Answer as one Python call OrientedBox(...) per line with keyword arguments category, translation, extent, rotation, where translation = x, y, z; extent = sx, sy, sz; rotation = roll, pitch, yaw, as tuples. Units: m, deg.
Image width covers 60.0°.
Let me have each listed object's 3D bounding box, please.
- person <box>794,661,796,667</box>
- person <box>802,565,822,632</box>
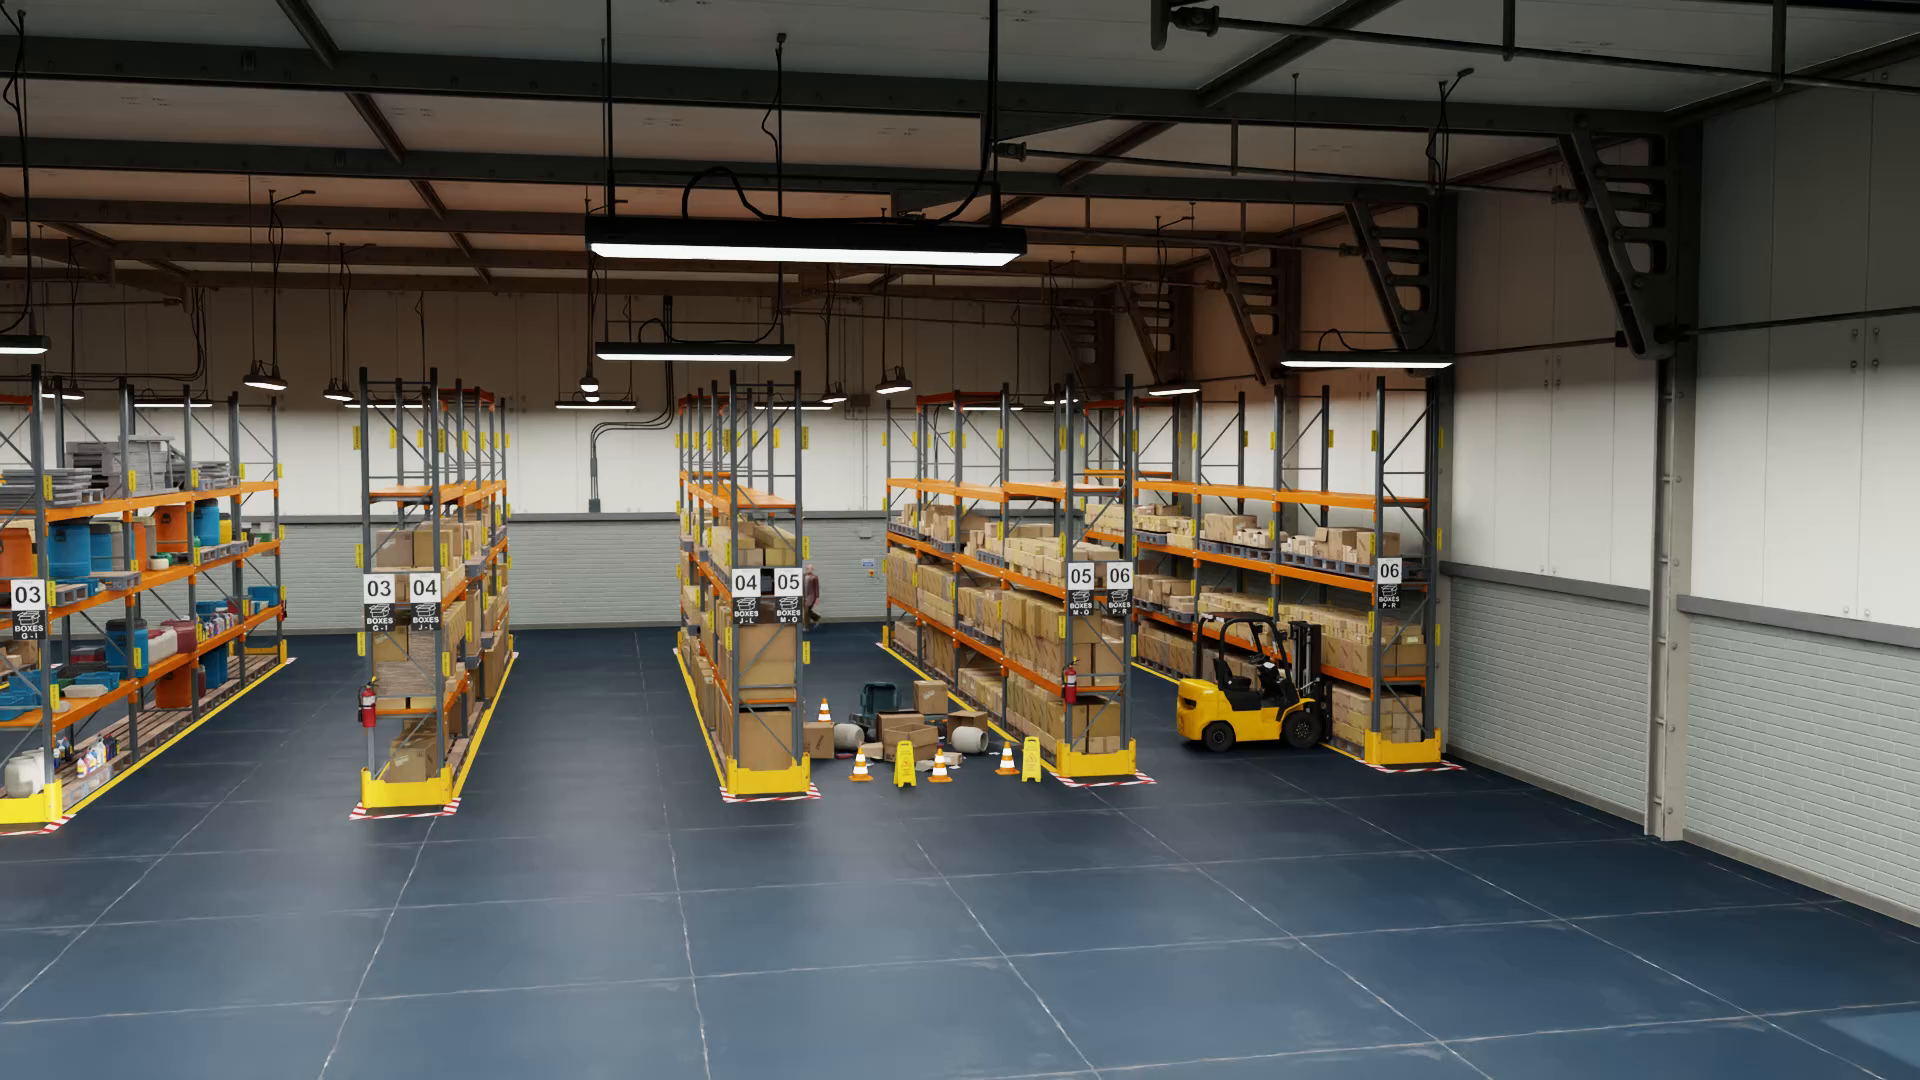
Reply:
OrientedBox(category="person", translation=(-3.605, 1.879, 35.064), extent=(0.584, 1.591, 0.656), rotation=(1, 3, 12))
OrientedBox(category="person", translation=(-3.948, 1.511, 43.730), extent=(0.564, 1.749, 0.938), rotation=(3, 4, 40))
